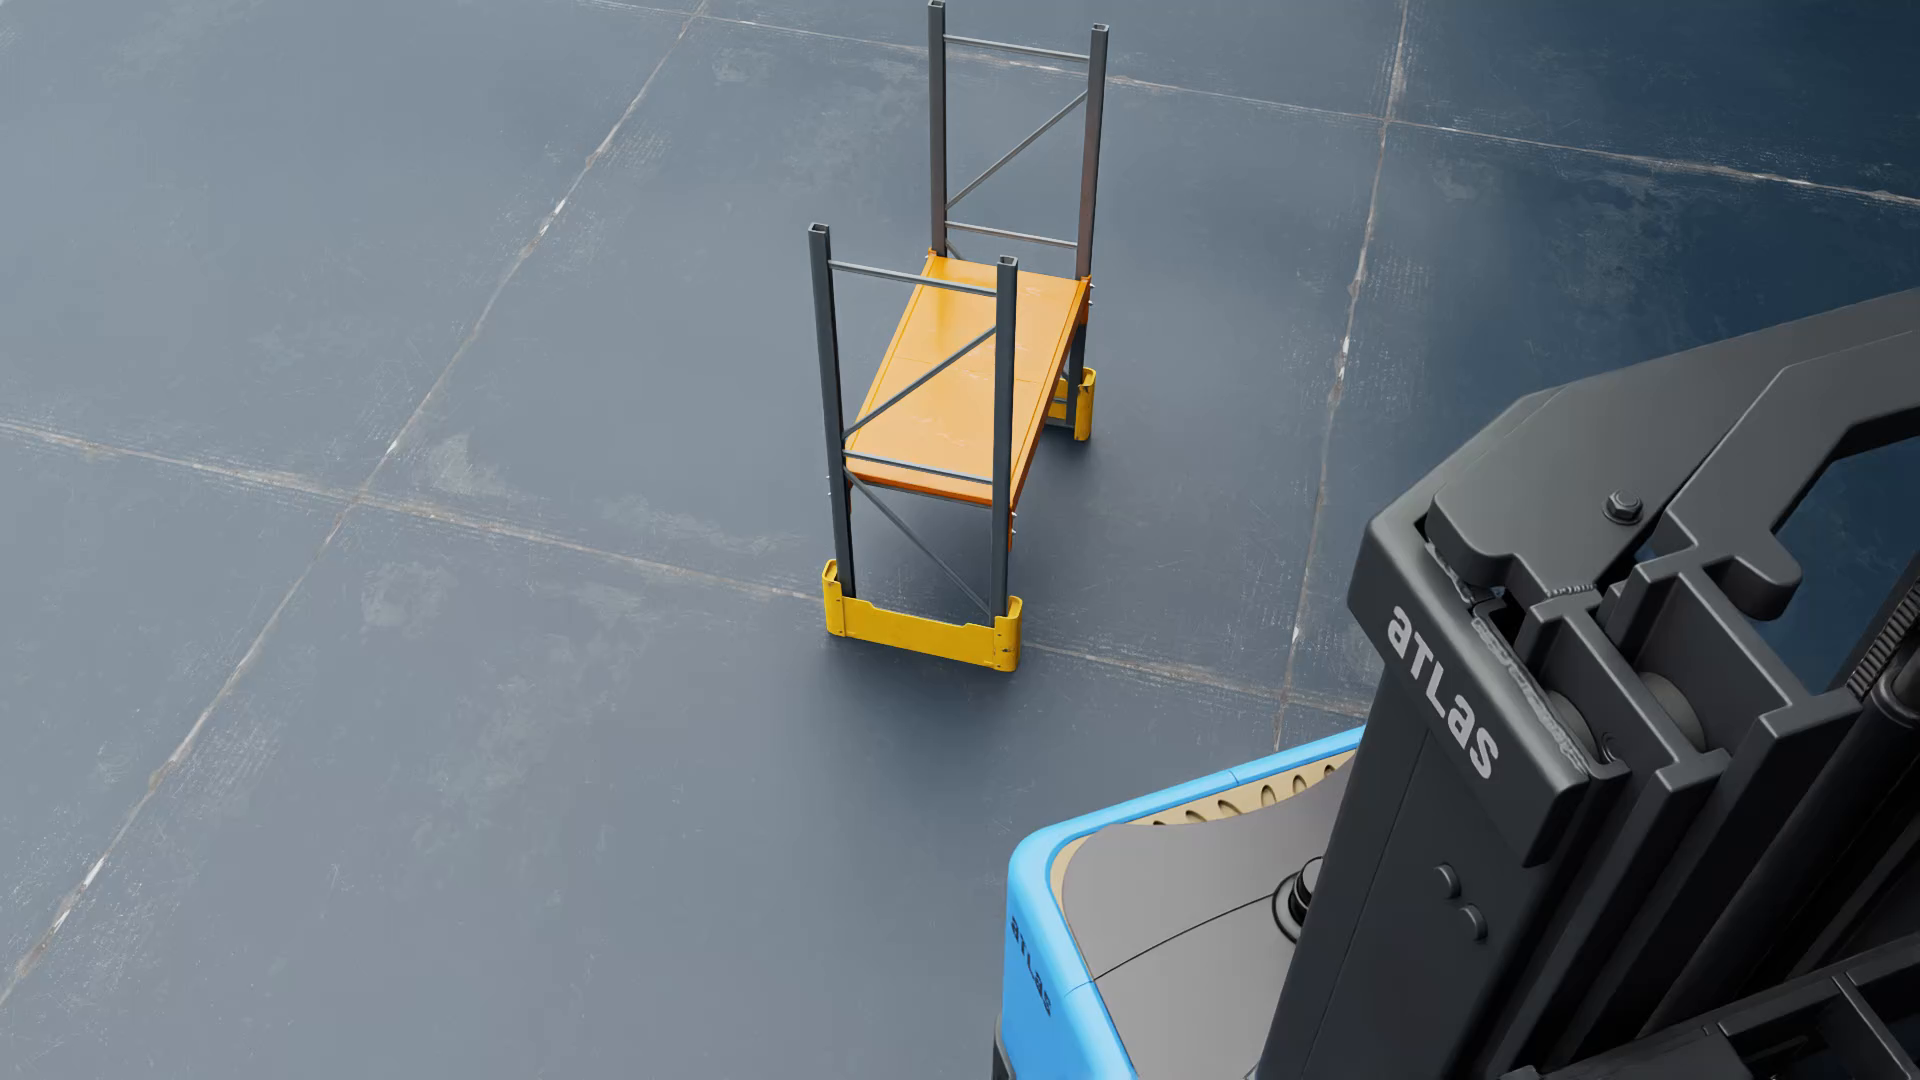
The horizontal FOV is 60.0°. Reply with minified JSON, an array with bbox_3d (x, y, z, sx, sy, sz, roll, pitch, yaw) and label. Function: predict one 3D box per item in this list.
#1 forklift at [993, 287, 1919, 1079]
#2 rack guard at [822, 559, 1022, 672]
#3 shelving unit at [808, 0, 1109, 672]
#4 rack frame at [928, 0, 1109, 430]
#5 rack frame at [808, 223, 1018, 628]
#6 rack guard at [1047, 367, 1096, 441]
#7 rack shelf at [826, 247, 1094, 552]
[{"bbox_3d":[1.062,1.251,2.191,1.130,2.935,3.031,-15,50,-13],"label":"forklift"},{"bbox_3d":[-0.111,0.222,4.887,0.587,0.250,0.087,12,50,10],"label":"rack guard"},{"bbox_3d":[0.020,-0.551,4.736,0.587,1.500,1.083,12,50,10],"label":"shelving unit"},{"bbox_3d":[0.156,-0.926,5.067,0.500,1.500,0.032,12,50,10],"label":"rack frame"},{"bbox_3d":[-0.111,-0.190,4.418,0.500,1.500,0.032,12,50,10],"label":"rack frame"},{"bbox_3d":[0.151,-0.498,5.523,0.587,0.250,0.087,12,50,10],"label":"rack guard"},{"bbox_3d":[0.022,-0.439,4.877,0.538,0.185,1.000,12,50,10],"label":"rack shelf"}]
